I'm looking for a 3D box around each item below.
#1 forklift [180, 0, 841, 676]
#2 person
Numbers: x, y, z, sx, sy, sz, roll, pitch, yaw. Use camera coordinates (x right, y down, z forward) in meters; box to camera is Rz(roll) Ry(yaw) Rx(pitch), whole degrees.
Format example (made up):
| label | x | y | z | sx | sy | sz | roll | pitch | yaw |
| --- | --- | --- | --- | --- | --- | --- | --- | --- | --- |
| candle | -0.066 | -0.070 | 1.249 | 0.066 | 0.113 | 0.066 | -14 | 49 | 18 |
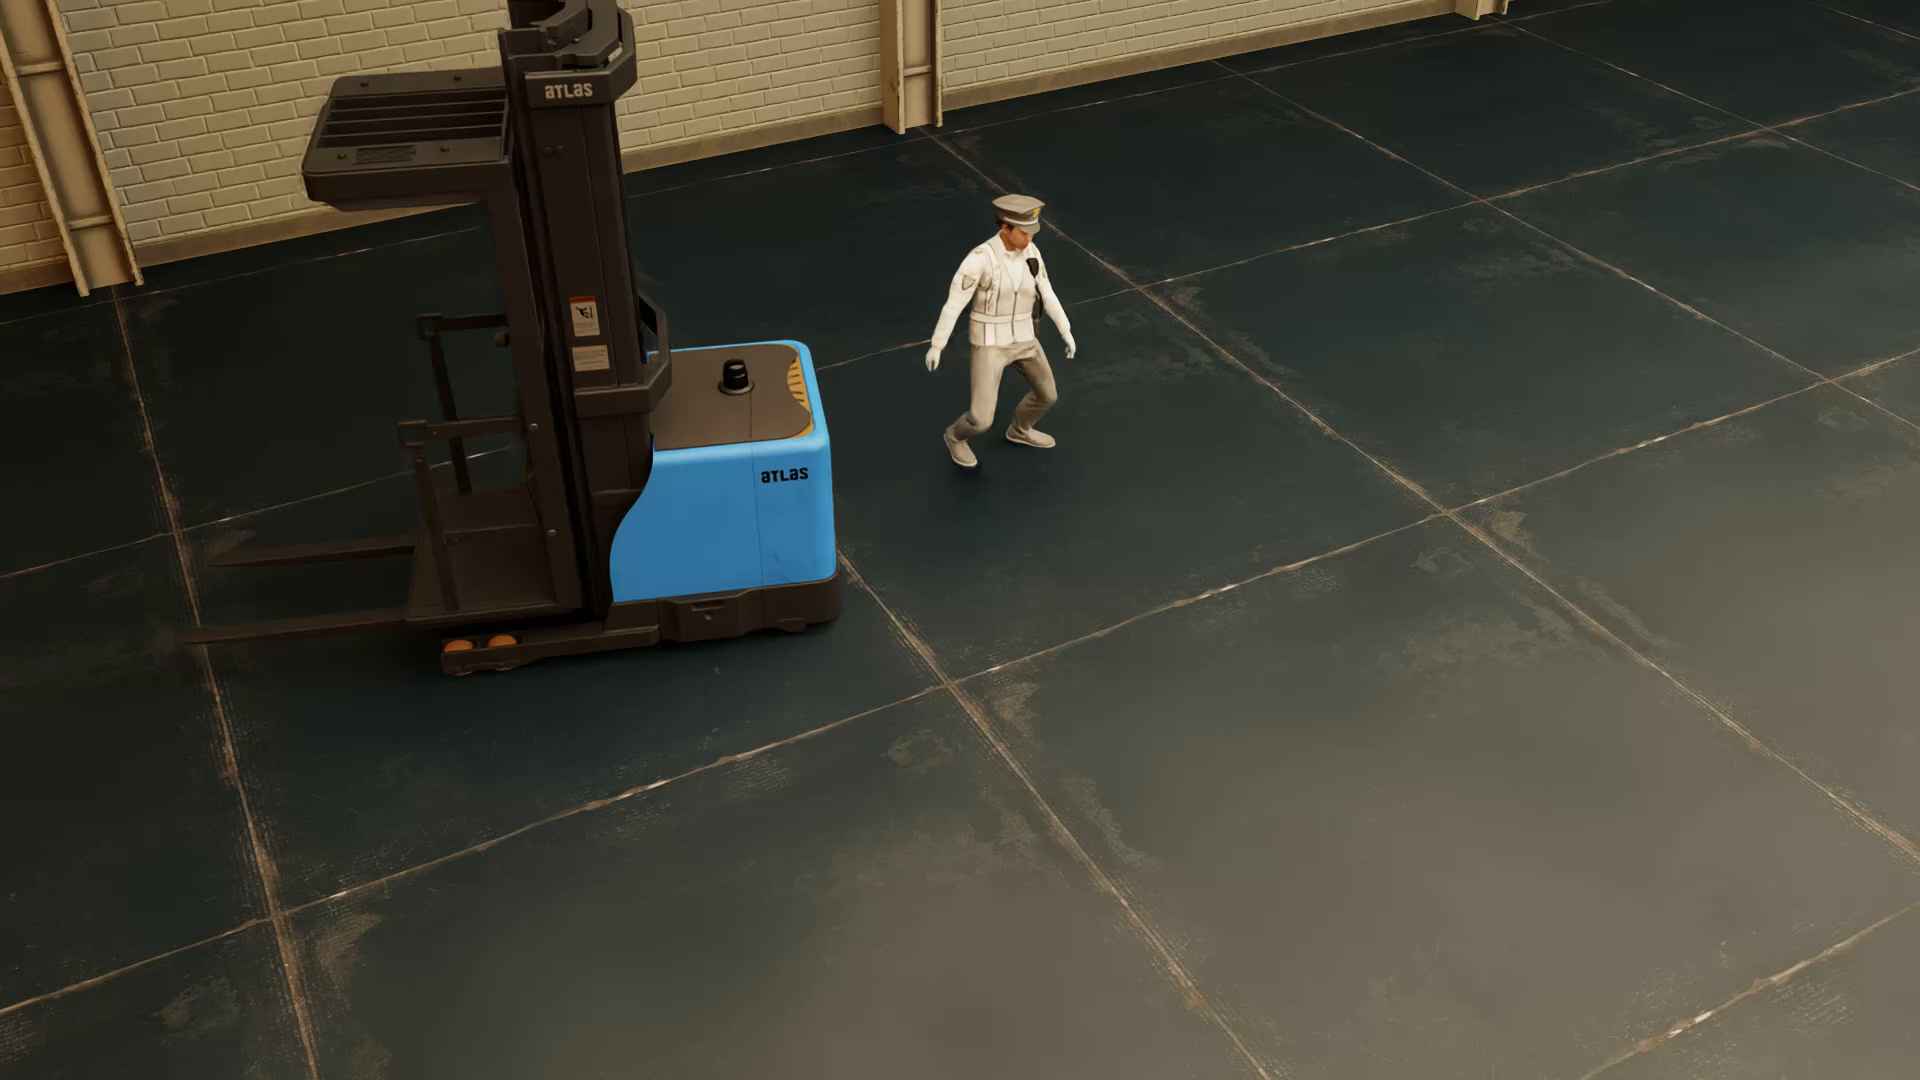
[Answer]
| label | x | y | z | sx | sy | sz | roll | pitch | yaw |
| --- | --- | --- | --- | --- | --- | --- | --- | --- | --- |
| forklift | -2.143 | -0.895 | 7.389 | 3.031 | 2.935 | 1.130 | -6 | 36 | -8 |
| person | 0.218 | -1.055 | 8.808 | 0.828 | 1.582 | 0.476 | -17 | 38 | -22 |
